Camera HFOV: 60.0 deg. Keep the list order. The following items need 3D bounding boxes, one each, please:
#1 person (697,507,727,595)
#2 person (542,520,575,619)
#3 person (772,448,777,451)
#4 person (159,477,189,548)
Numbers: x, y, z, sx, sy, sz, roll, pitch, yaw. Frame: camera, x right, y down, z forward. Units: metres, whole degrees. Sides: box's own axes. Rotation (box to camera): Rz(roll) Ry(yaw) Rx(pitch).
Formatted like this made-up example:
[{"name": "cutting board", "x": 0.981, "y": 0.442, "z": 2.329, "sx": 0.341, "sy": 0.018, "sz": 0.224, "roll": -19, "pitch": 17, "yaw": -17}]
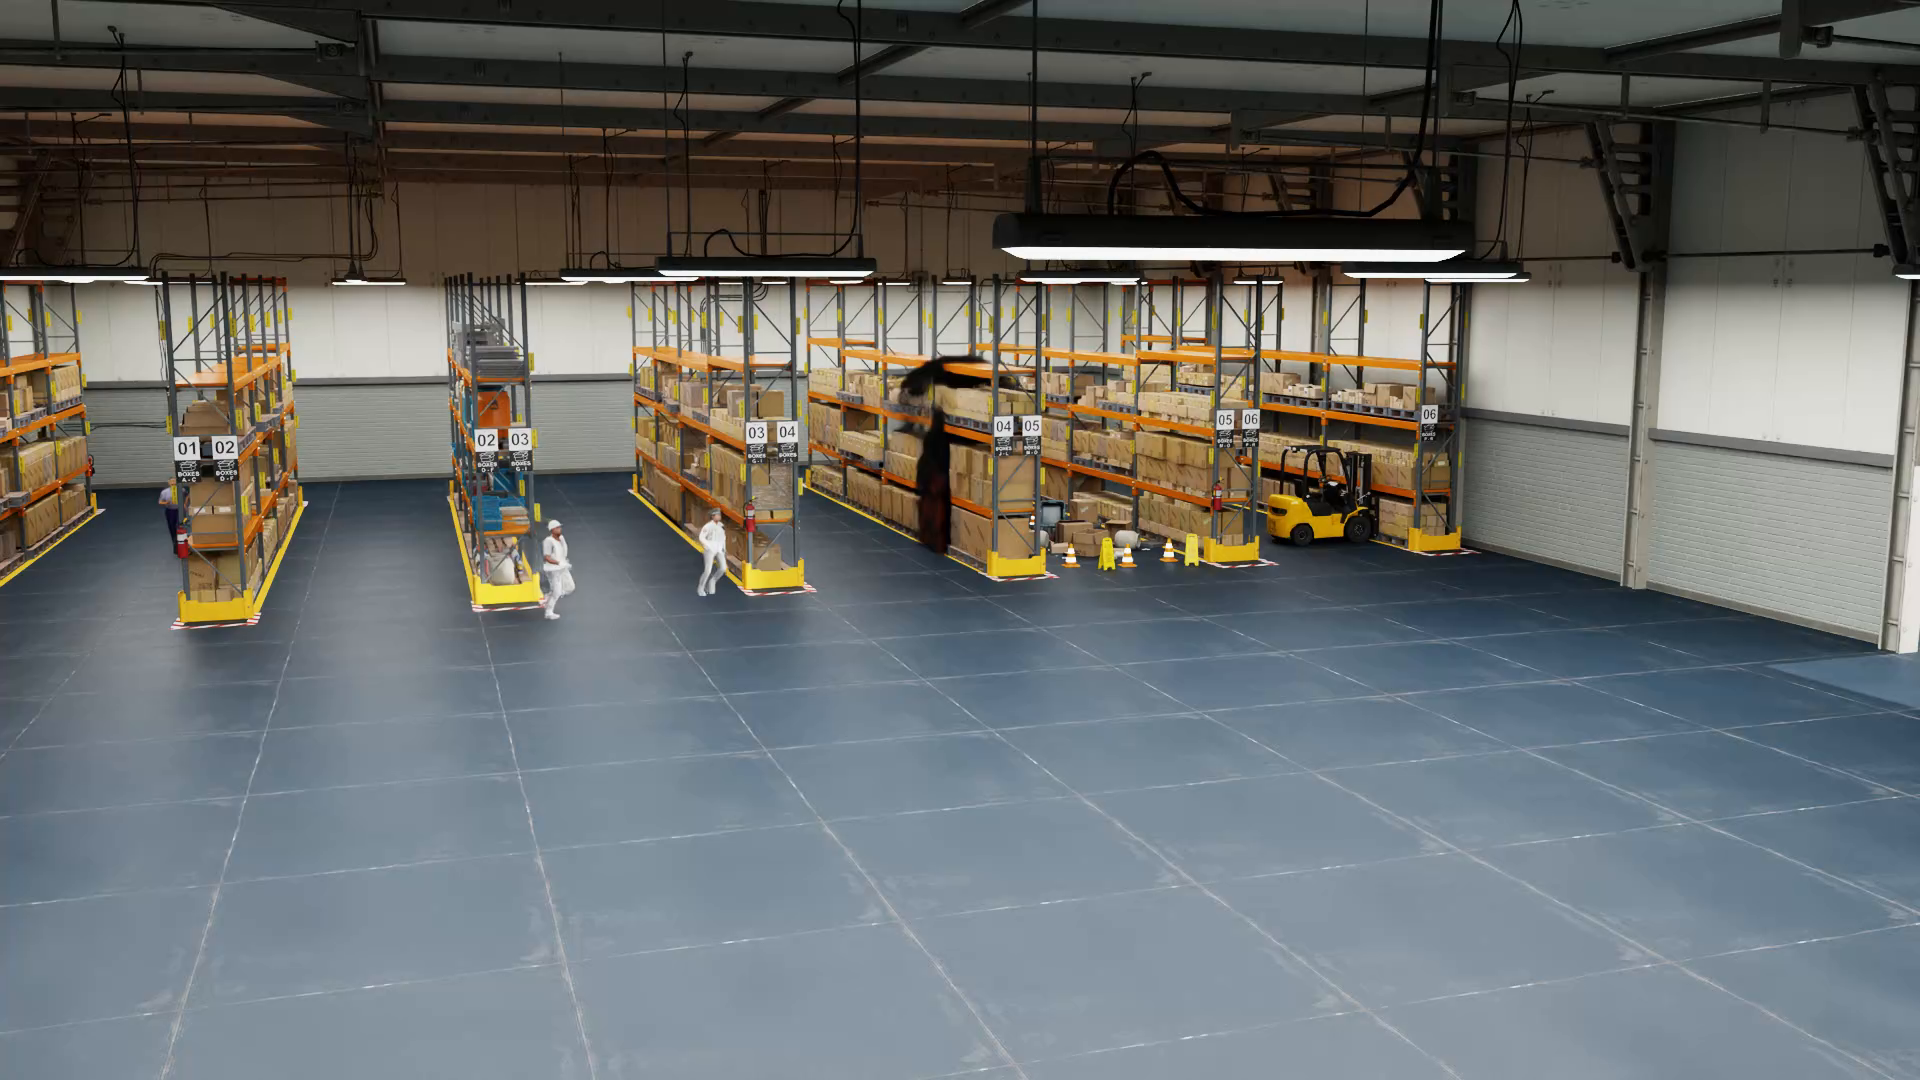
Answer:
[{"name": "person", "x": -4.600, "y": 0.205, "z": 31.267, "sx": 0.674, "sy": 1.637, "sz": 0.580, "roll": -8, "pitch": 12, "yaw": -42}, {"name": "person", "x": -6.989, "y": 0.510, "z": 28.965, "sx": 0.658, "sy": 1.734, "sz": 0.708, "roll": 3, "pitch": 9, "yaw": 16}, {"name": "person", "x": -5.478, "y": -2.207, "z": 47.566, "sx": 0.597, "sy": 1.539, "sz": 0.494, "roll": 0, "pitch": 9, "yaw": -1}, {"name": "person", "x": -17.056, "y": -0.542, "z": 36.130, "sx": 0.604, "sy": 1.669, "sz": 0.893, "roll": -4, "pitch": 9, "yaw": -23}]
